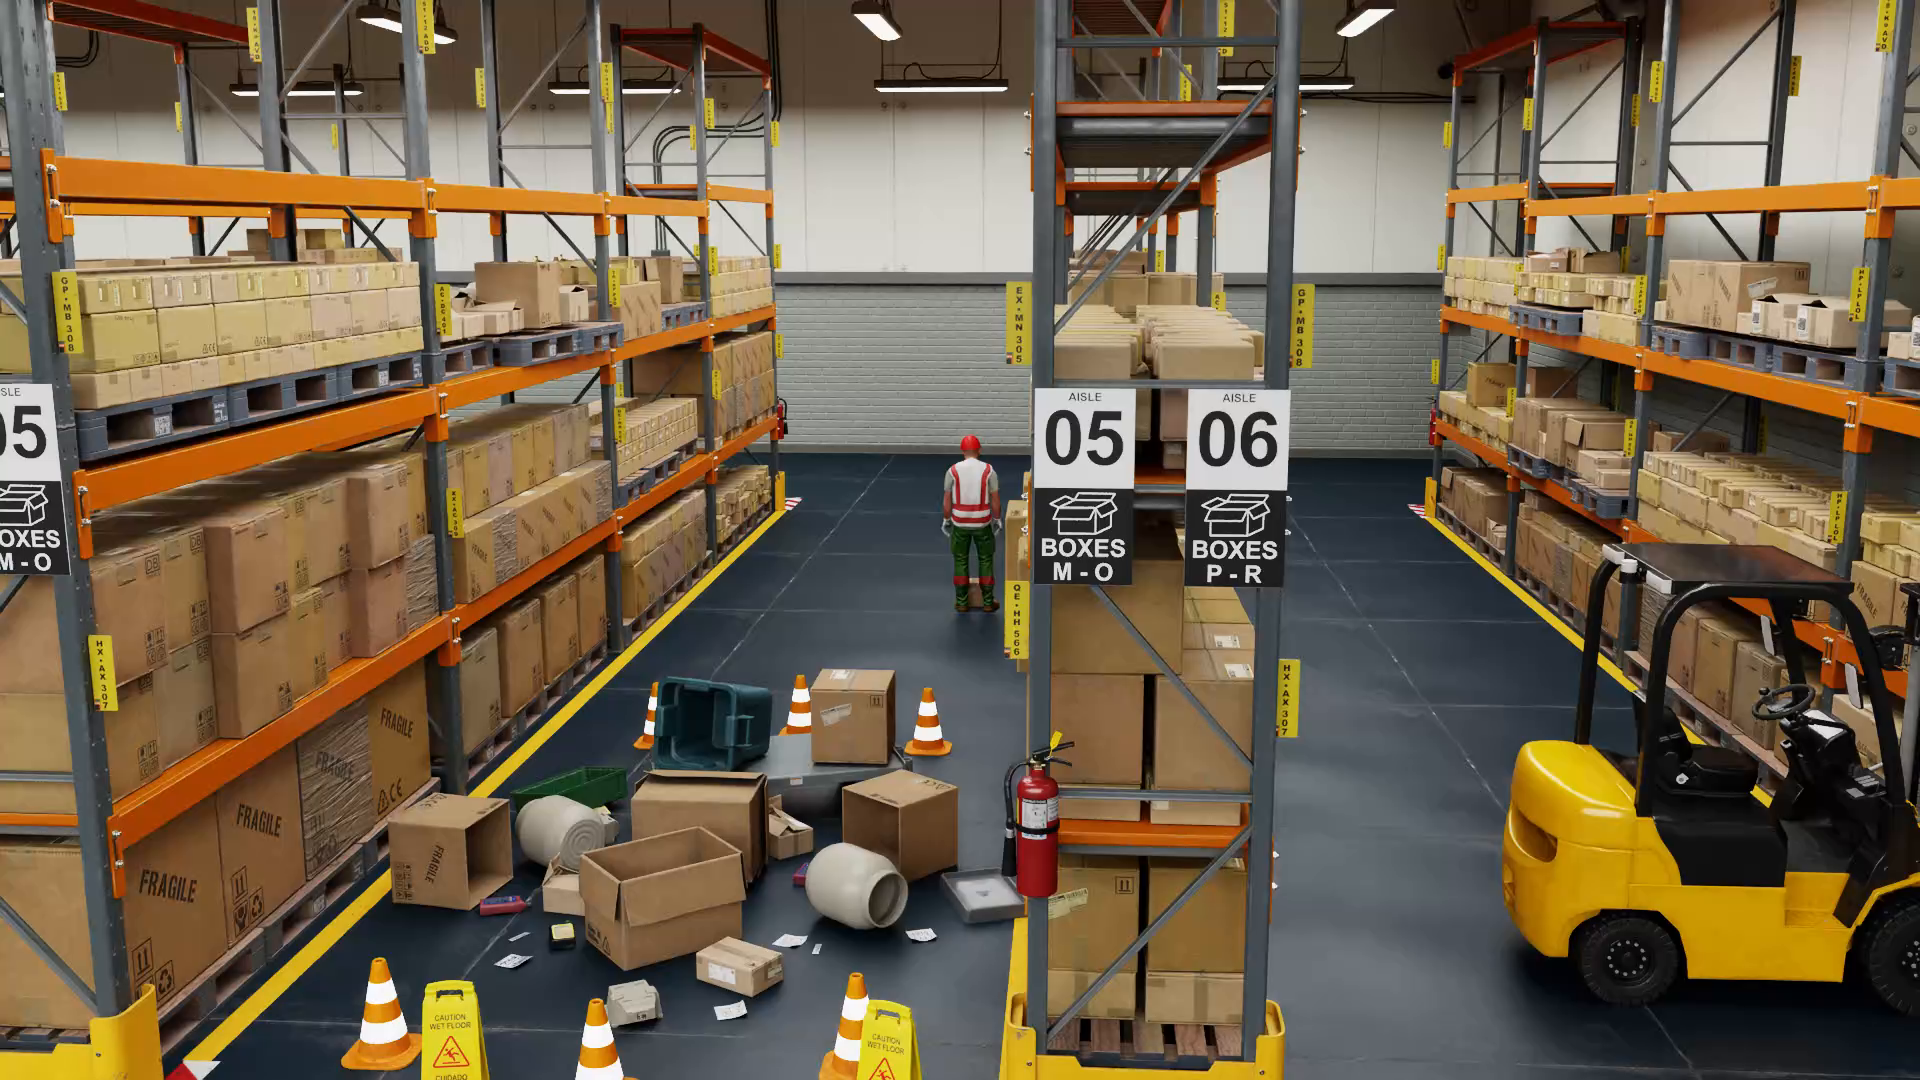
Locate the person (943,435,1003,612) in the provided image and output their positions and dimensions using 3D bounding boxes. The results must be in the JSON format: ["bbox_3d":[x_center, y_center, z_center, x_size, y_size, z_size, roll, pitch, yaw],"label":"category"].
[{"bbox_3d":[0.126,-0.170,16.791,0.609,1.779,0.454,1,11,3],"label":"person"}]
